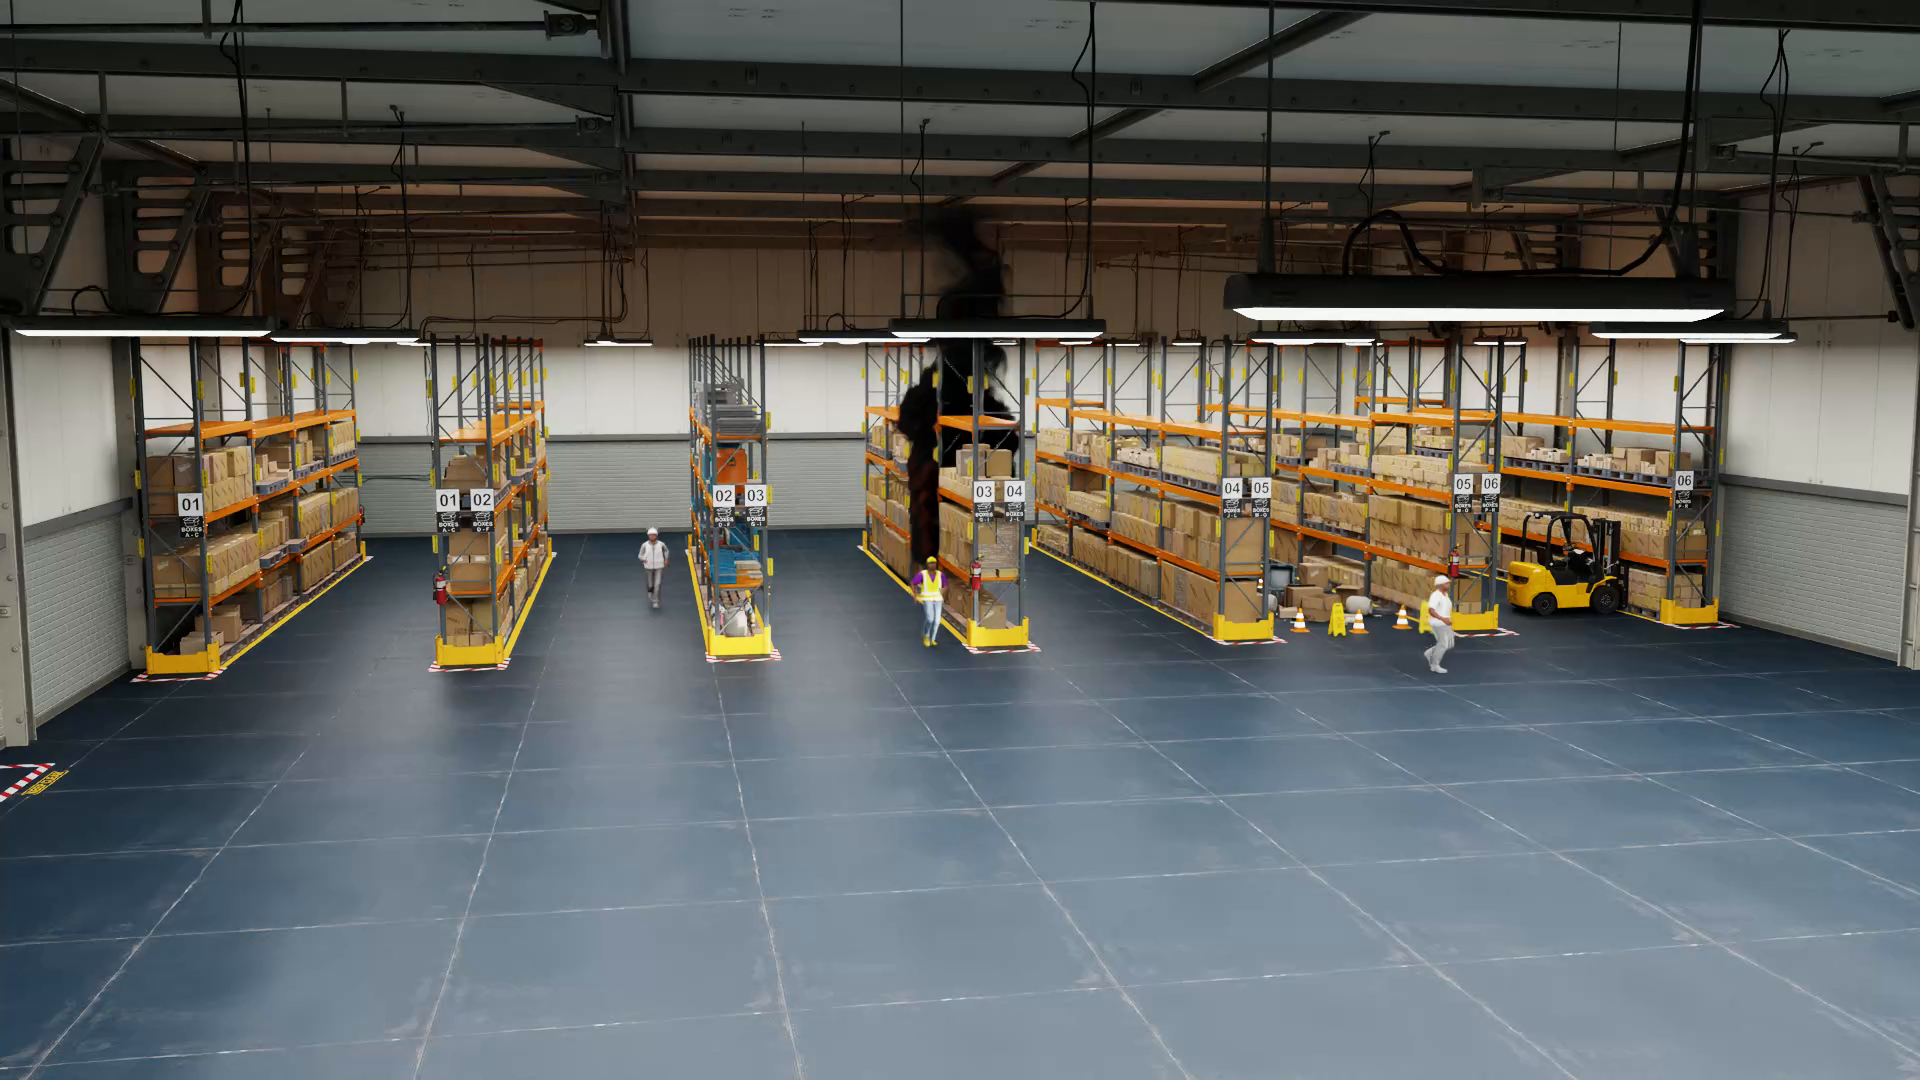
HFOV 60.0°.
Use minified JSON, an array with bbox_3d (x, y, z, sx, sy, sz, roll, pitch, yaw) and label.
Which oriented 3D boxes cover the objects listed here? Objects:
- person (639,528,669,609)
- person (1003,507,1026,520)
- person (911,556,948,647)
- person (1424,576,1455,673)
[{"bbox_3d":[-6.811,0.612,37.045,0.676,1.741,0.971,-1,7,-10],"label":"person"},{"bbox_3d":[1.503,-0.414,45.809,0.671,1.786,0.885,-1,7,-7],"label":"person"},{"bbox_3d":[-0.546,1.193,32.034,0.678,1.742,0.638,-2,7,-17],"label":"person"},{"bbox_3d":[8.504,1.488,29.522,0.575,1.727,0.709,4,8,34],"label":"person"}]
